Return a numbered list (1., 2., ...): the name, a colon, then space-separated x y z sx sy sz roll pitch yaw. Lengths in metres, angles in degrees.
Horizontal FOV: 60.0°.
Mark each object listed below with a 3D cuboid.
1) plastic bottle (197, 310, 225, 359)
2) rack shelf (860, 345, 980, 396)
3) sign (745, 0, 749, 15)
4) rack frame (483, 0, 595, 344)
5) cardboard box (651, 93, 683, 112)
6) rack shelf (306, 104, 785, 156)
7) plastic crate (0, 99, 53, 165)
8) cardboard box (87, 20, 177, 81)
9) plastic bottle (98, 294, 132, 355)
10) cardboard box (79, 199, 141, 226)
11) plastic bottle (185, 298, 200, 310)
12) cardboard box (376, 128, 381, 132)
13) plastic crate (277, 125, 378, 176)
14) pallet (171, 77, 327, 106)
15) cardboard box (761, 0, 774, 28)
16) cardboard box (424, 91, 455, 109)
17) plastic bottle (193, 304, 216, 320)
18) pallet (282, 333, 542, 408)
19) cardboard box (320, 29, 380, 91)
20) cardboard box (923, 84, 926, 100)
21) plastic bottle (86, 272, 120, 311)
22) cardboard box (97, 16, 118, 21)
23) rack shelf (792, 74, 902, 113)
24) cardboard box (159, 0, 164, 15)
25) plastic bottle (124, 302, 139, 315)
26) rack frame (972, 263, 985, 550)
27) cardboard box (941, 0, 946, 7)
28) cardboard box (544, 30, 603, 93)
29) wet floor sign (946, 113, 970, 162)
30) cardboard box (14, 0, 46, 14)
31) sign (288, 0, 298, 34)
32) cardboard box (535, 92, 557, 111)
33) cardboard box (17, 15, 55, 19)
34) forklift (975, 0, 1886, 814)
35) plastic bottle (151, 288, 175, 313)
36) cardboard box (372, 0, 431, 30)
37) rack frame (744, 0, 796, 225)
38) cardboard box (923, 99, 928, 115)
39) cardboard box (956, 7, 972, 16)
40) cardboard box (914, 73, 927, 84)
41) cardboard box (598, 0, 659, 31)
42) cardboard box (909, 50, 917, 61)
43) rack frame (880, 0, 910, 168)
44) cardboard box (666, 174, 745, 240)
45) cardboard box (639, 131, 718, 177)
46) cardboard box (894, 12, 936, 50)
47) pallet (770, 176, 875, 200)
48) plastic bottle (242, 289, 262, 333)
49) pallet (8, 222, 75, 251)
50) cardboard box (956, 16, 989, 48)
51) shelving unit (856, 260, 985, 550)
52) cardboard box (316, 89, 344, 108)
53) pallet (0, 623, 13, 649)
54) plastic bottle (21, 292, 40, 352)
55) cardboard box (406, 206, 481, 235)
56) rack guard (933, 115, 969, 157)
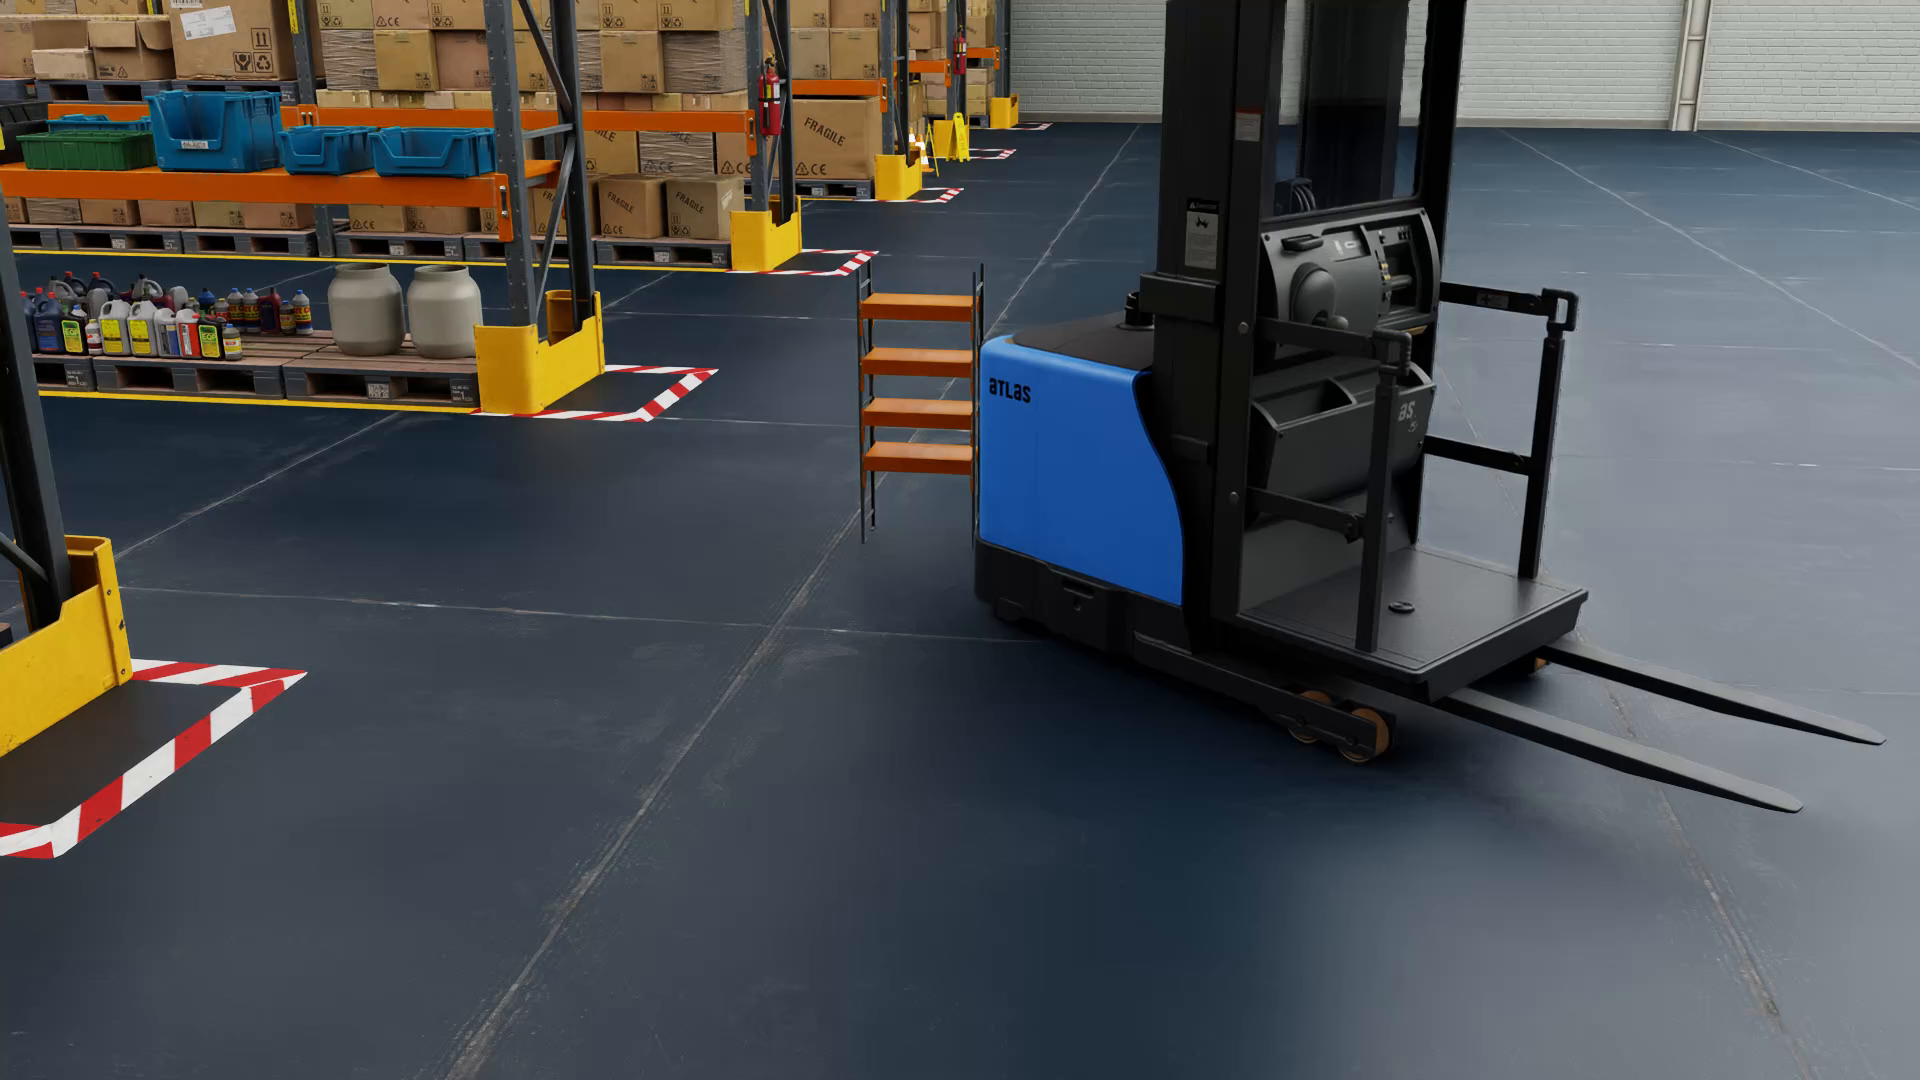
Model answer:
1. plastic bottle: -4.405 -1.209 9.775 0.133 0.283 0.061 3 19 10
2. rack shelf: -0.163 -0.726 7.088 0.480 0.148 0.258 3 19 9
3. sign: -1.726 -4.411 13.435 0.005 0.325 0.100 3 19 9
4. rack frame: -2.404 -2.333 9.548 0.127 3.000 1.000 3 19 9
5. cardboard box: -2.434 -3.724 14.102 0.250 0.149 0.380 3 19 9
6. rack shelf: -3.593 -3.644 14.600 4.000 0.370 1.077 3 19 9
7. plastic crate: -5.856 -2.439 9.962 0.504 0.338 0.767 3 19 9
8. cardboard box: -7.294 -4.392 14.878 0.637 0.503 0.797 5 19 14
9. plastic bottle: -5.016 -1.285 9.898 0.185 0.351 0.144 3 19 8
10. cardboard box: -7.741 -3.233 15.483 0.500 0.500 0.700 5 19 13
11. plastic bottle: -4.882 -1.441 10.599 0.097 0.201 0.097 0 18 0
12. cardboard box: -7.179 -4.866 20.004 0.750 0.750 1.050 3 19 9
13. plastic crate: -3.585 -2.228 9.470 0.408 0.251 0.499 3 19 9
14. pallet: -6.299 -4.079 15.069 1.213 0.211 1.003 3 19 9
15. cardboard box: -2.181 -6.117 18.919 0.550 0.550 0.875 3 19 9
16. cardboard box: -4.418 -3.806 14.347 0.250 0.149 0.380 3 19 9
17. plastic bottle: -4.515 -1.263 9.938 0.133 0.283 0.061 3 19 9
18. pallet: -3.287 -1.042 10.085 1.213 0.211 1.003 3 19 9
19. cardboard box: -5.133 -4.232 14.598 0.500 0.500 0.875 3 19 9
20. cardboard box: -0.799 -7.651 28.327 0.500 0.250 0.500 2 19 7
21. plastic bottle: -5.482 -1.535 10.644 0.185 0.351 0.144 2 19 6
22. cardboard box: -9.957 -6.118 19.657 0.250 0.149 0.380 3 19 10
23. rack shelf: -2.706 -5.193 19.229 4.000 0.370 1.077 3 19 9
24. cardboard box: -12.326 -8.215 25.393 0.500 0.500 0.500 3 19 9
25. plastic bottle: -5.017 -1.297 10.052 0.135 0.276 0.152 3 19 9
26. rack frame: 0.077 -0.565 7.101 0.015 1.200 0.240 3 19 9
27. cardboard box: -0.161 -9.000 27.825 0.250 0.149 0.380 3 19 10
28. cardboard box: -3.156 -4.136 14.309 0.500 0.500 0.875 3 19 9
29. wet floor sign: -0.028 -5.528 22.807 0.232 0.644 0.267 10 21 27
30. cardboard box: -13.901 -8.131 25.142 0.500 0.500 0.500 3 19 9
31. sign: -5.652 -4.461 14.083 0.005 0.325 0.100 3 19 9
32. cardboard box: -3.430 -3.758 14.202 0.250 0.149 0.380 3 19 9
33. cardboard box: -10.987 -6.171 19.815 0.250 0.149 0.380 4 19 11
34. forklift: 1.433 -0.875 5.300 1.130 2.935 3.031 -17 25 -41
35. plastic bottle: -5.019 -1.444 10.478 0.133 0.283 0.061 3 19 9
36. cardboard box: -4.669 -4.622 14.186 0.500 0.500 0.500 3 19 9
37. rack frame: -1.618 -3.885 14.185 0.127 3.000 1.000 3 19 9
38. cardboard box: -0.758 -7.420 28.424 0.500 0.250 0.500 3 19 9
39. cardboard box: 0.094 -8.833 27.794 0.250 0.149 0.380 3 19 10
40. cardboard box: -0.771 -7.885 28.239 0.500 0.250 0.500 3 19 9
41. cardboard box: -2.695 -4.521 13.885 0.500 0.500 0.500 3 19 9
42. cardboard box: -0.717 -6.800 23.294 0.250 0.149 0.380 3 19 8
43. rack frame: -0.731 -5.433 18.814 0.127 3.000 1.000 3 19 9
44. cardboard box: -2.232 -2.935 14.625 0.500 0.500 0.500 7 20 19
45. cardboard box: -3.180 -4.728 19.394 0.875 0.875 0.875 3 19 9
46. cardboard box: -0.626 -7.119 23.225 0.500 0.500 0.500 3 19 8
47. pallet: -1.533 -4.127 19.304 1.213 0.211 1.003 3 19 9
48. plastic bottle: -4.483 -1.454 10.527 0.097 0.271 0.097 0 18 0
49. pallet: -8.745 -2.925 15.712 1.213 0.211 1.003 3 19 9
50. cardboard box: 0.210 -8.534 27.925 0.500 0.500 0.500 3 19 7
51. shelving unit: -0.163 -0.577 7.138 0.503 1.200 0.258 3 19 9
52. cardboard box: -5.403 -3.862 14.513 0.250 0.149 0.380 3 19 9
53. pallet: -3.955 0.516 5.429 1.213 0.211 1.003 3 19 9
54. plastic bottle: -5.622 -1.316 9.990 0.185 0.351 0.144 3 19 10
55. cardboard box: -4.612 -3.040 14.940 0.500 0.500 0.500 9 21 26
56. rack guard: -0.121 -5.808 23.872 0.348 0.500 1.175 3 19 9
